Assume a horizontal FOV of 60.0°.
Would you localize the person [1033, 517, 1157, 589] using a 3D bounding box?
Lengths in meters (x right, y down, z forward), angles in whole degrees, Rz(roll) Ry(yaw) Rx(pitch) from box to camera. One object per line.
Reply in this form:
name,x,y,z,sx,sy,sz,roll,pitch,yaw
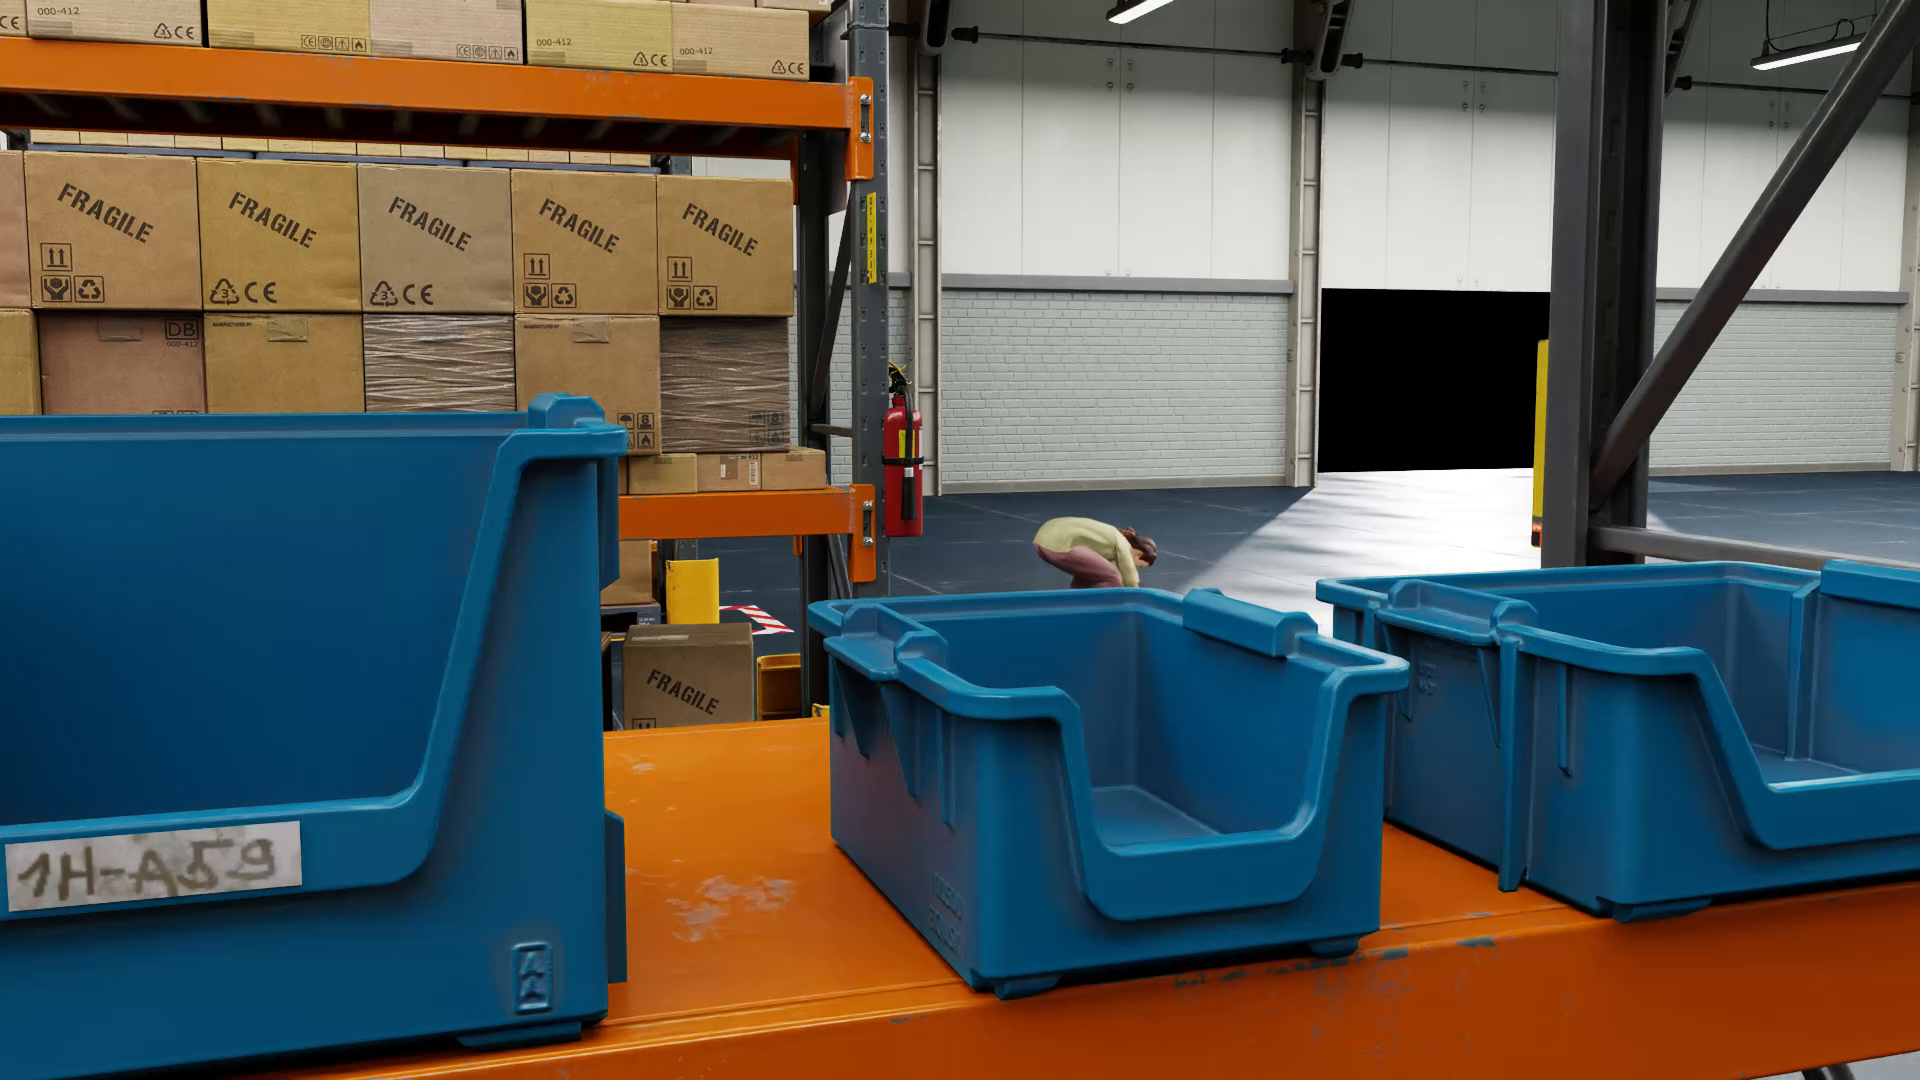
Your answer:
person,0.905,0.250,10.977,0.860,0.817,0.475,-2,6,-21
